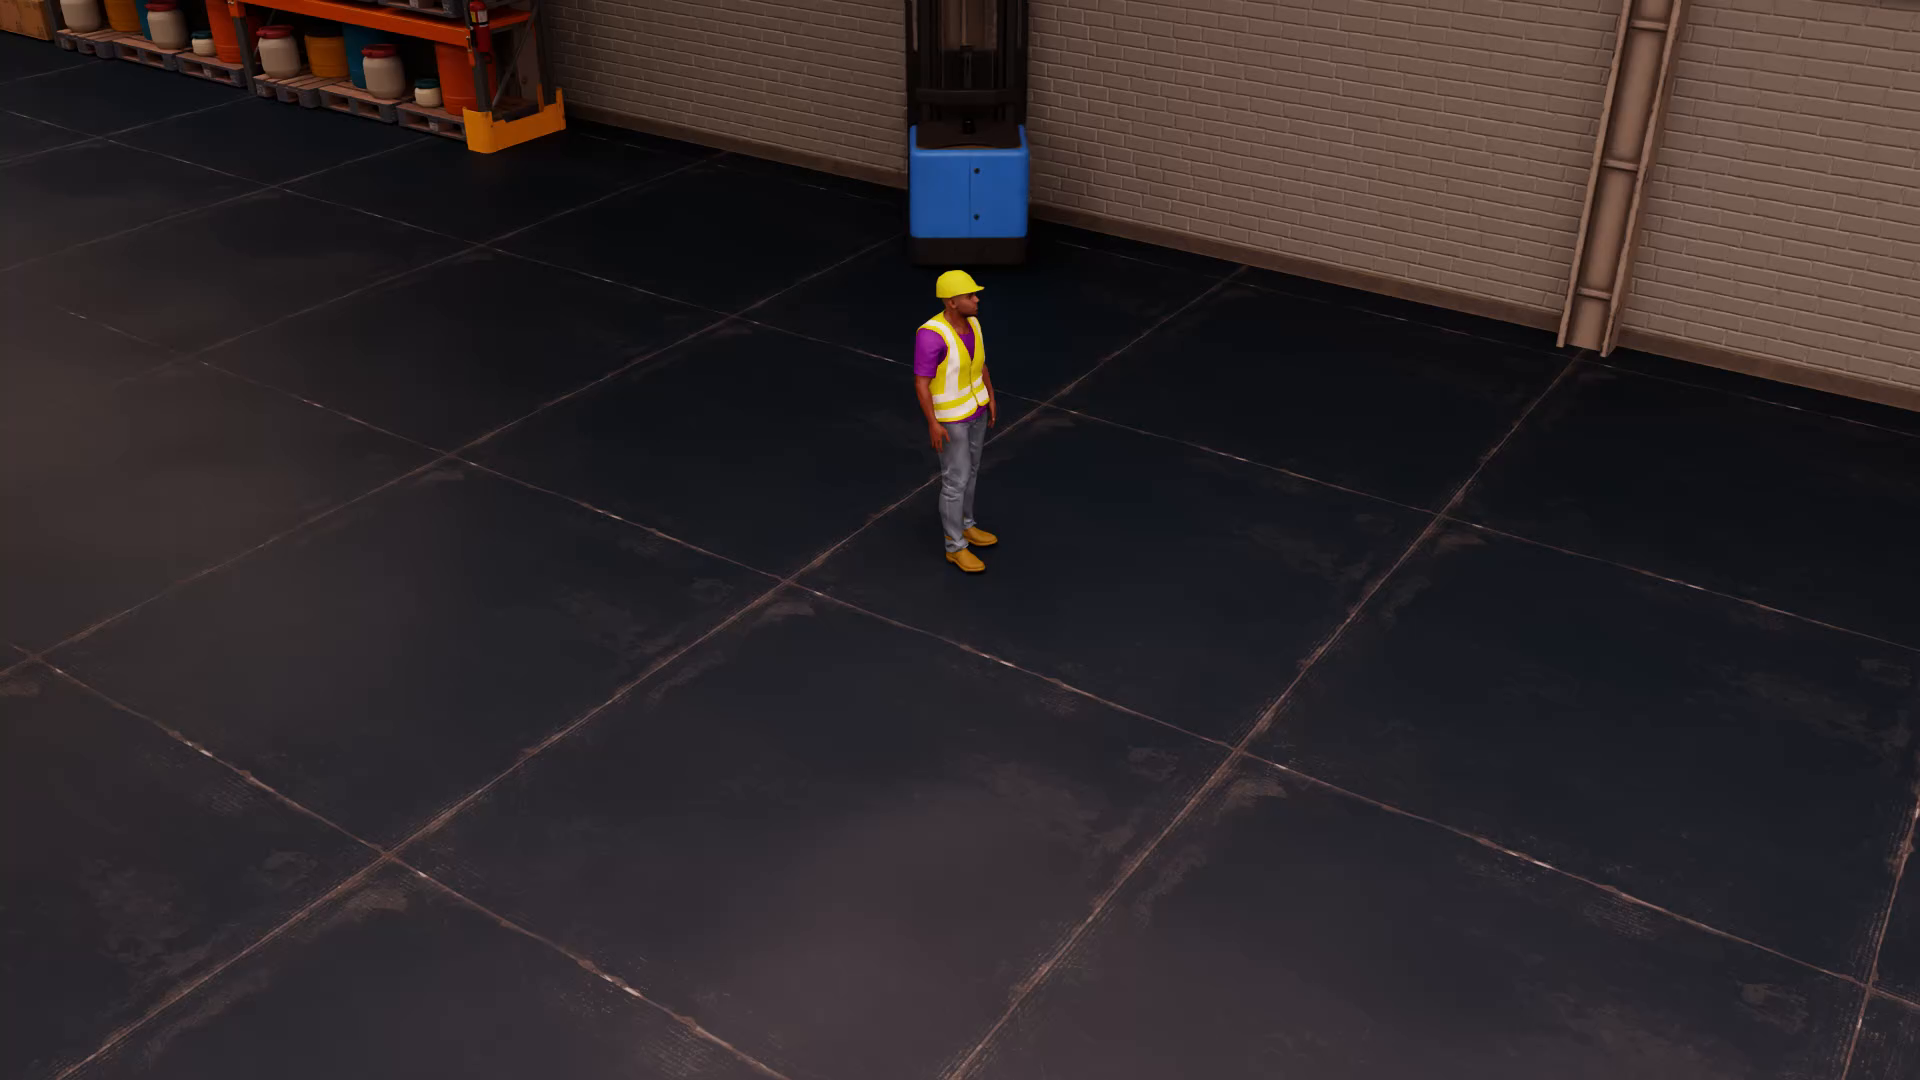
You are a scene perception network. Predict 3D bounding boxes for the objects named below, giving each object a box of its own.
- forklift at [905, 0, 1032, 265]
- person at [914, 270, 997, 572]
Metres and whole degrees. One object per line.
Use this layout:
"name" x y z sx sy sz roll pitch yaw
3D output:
"forklift" 0.056 -4.366 15.100 1.130 2.935 3.031 -1 30 -1
"person" 0.054 -0.748 10.015 0.577 1.765 0.665 19 35 29
